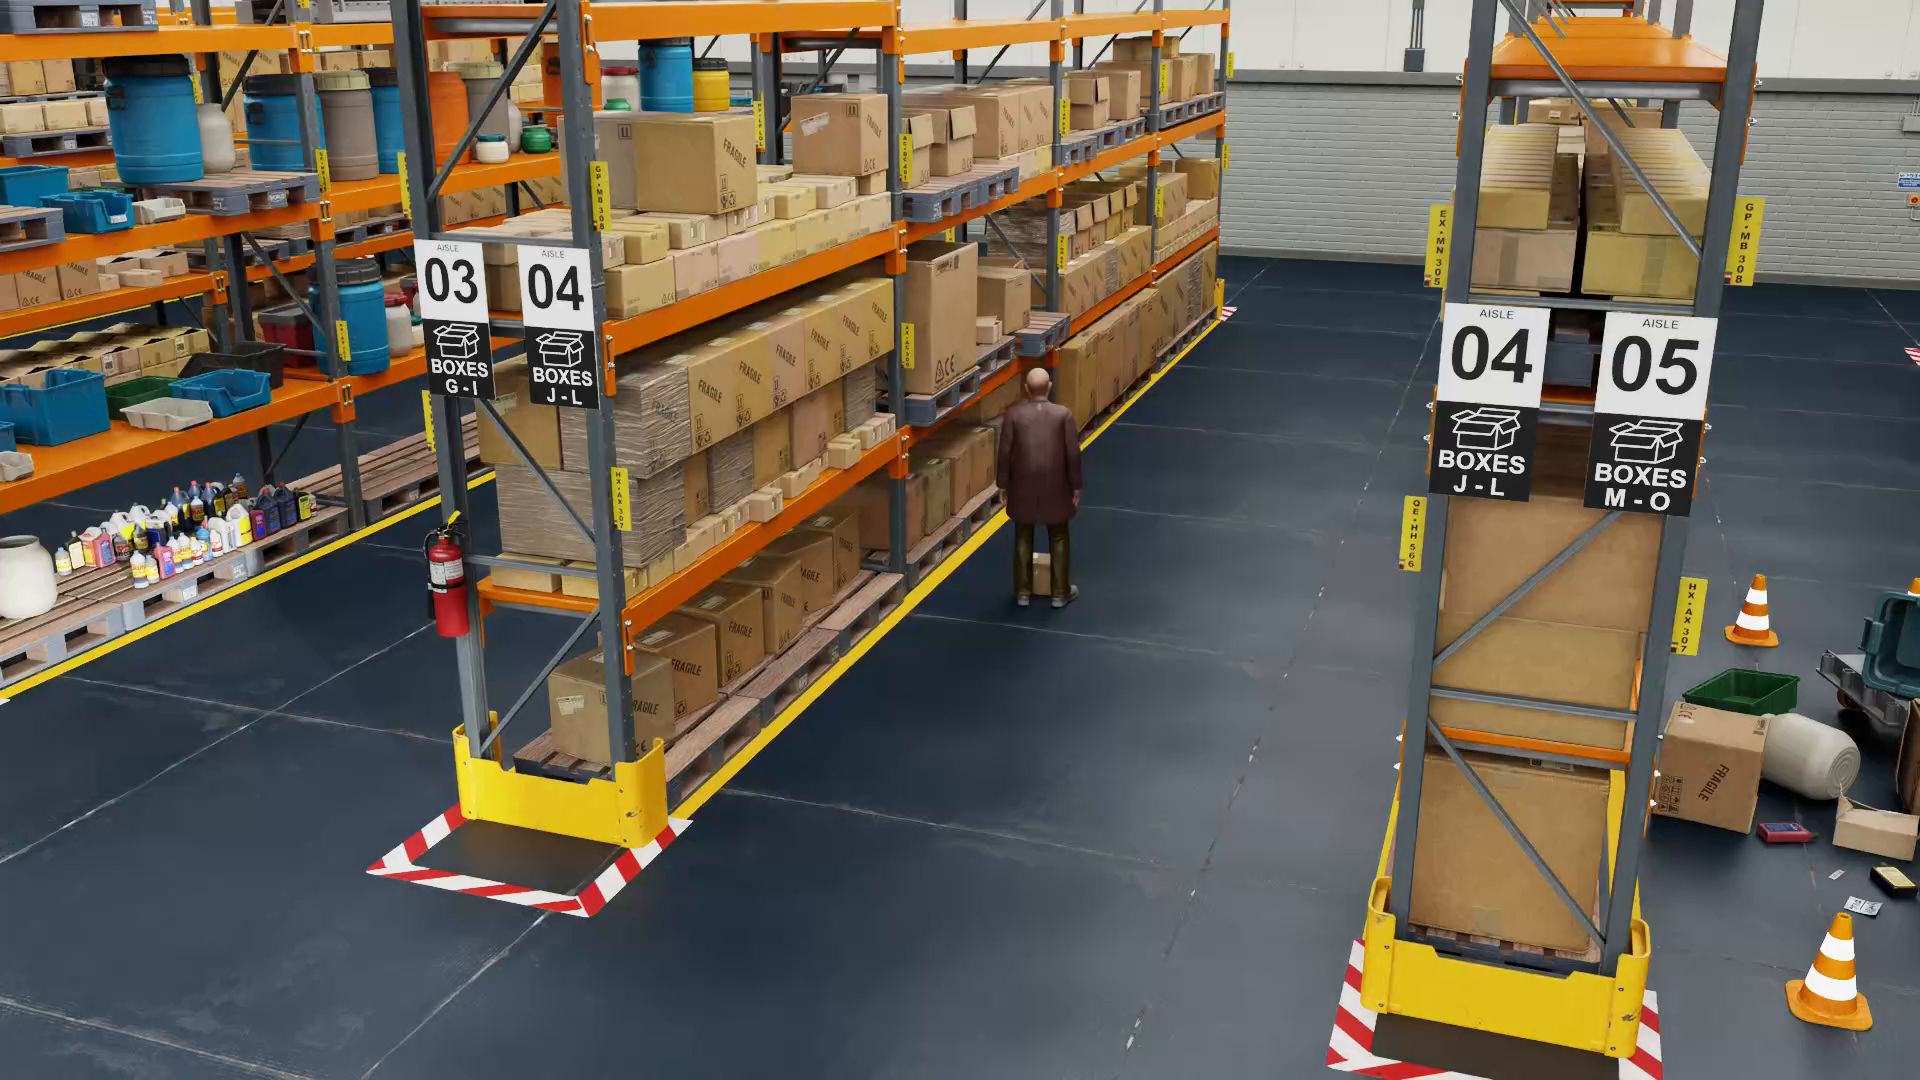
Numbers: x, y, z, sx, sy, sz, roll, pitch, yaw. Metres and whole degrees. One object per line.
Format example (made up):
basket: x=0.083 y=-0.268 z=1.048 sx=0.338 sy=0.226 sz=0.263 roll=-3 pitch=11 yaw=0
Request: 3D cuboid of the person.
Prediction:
person: x=0.585 y=-0.386 z=12.248 sx=0.646 sy=1.772 sz=0.433 roll=2 pitch=19 yaw=7
